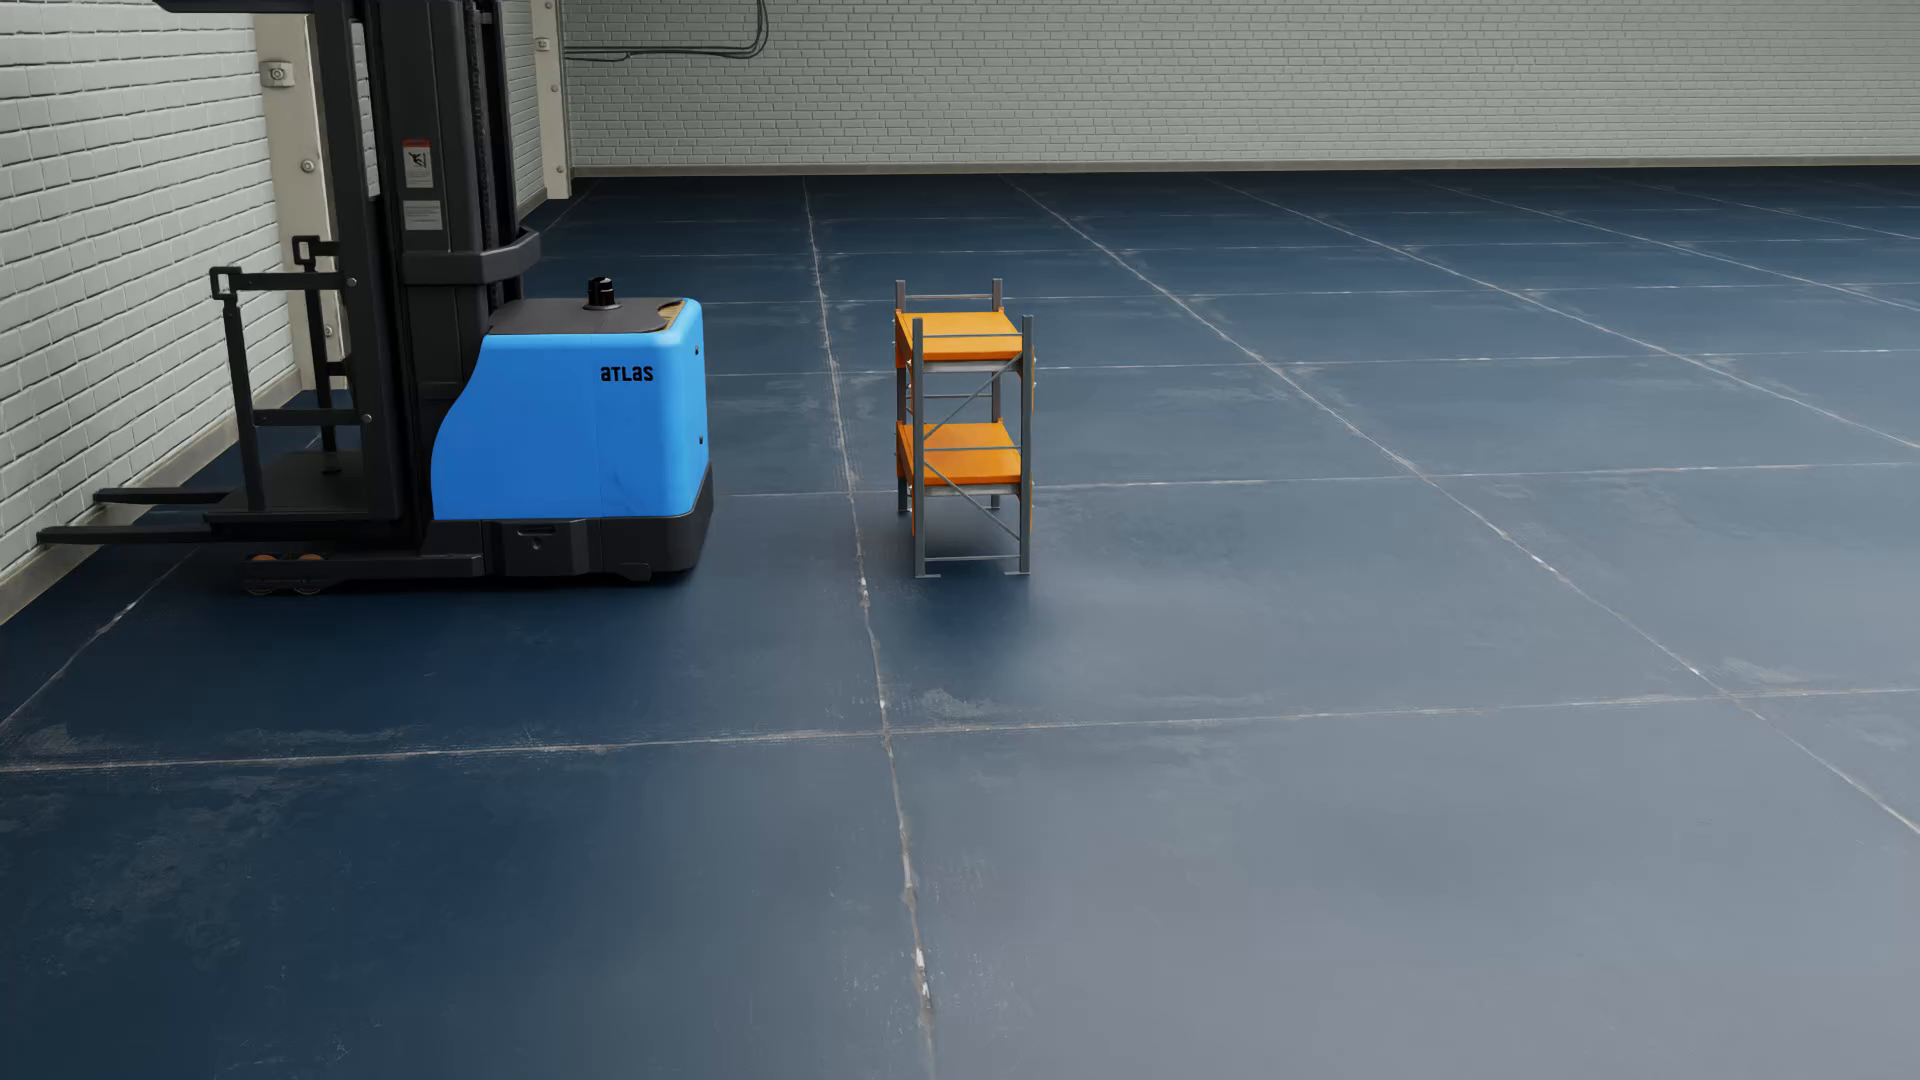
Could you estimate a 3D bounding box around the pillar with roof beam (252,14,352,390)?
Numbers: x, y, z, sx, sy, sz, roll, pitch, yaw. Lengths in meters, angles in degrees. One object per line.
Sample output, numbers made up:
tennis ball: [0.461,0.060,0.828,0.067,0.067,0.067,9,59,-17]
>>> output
pillar with roof beam: [0.120,-5.460,10.046,9.100,9.000,0.400,-2,18,-6]

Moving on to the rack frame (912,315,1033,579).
rack frame: [0.053,-0.383,7.020,0.500,1.125,0.032,-2,18,-6]

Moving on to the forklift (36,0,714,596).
forklift: [-2.663,-1.330,7.020,3.031,2.935,1.130,-1,17,-3]

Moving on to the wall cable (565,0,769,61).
wall cable: [-4.389,-8.340,24.401,3.097,2.526,0.112,-2,18,-6]

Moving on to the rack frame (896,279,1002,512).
rack frame: [-0.052,-0.686,7.985,0.500,1.125,0.032,-2,18,-6]

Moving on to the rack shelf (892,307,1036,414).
rack shelf: [0.001,-0.814,7.415,0.538,0.278,1.000,-2,18,-6]

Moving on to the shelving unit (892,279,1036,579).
shelving unit: [0.001,-0.535,7.502,0.538,1.125,1.048,-2,18,-6]

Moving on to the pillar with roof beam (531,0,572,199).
pillar with roof beam: [-1.118,-9.036,21.434,9.100,9.000,0.400,-2,18,-6]

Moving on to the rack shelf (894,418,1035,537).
rack shelf: [0.001,-0.301,7.575,0.538,0.278,1.000,-2,18,-6]
